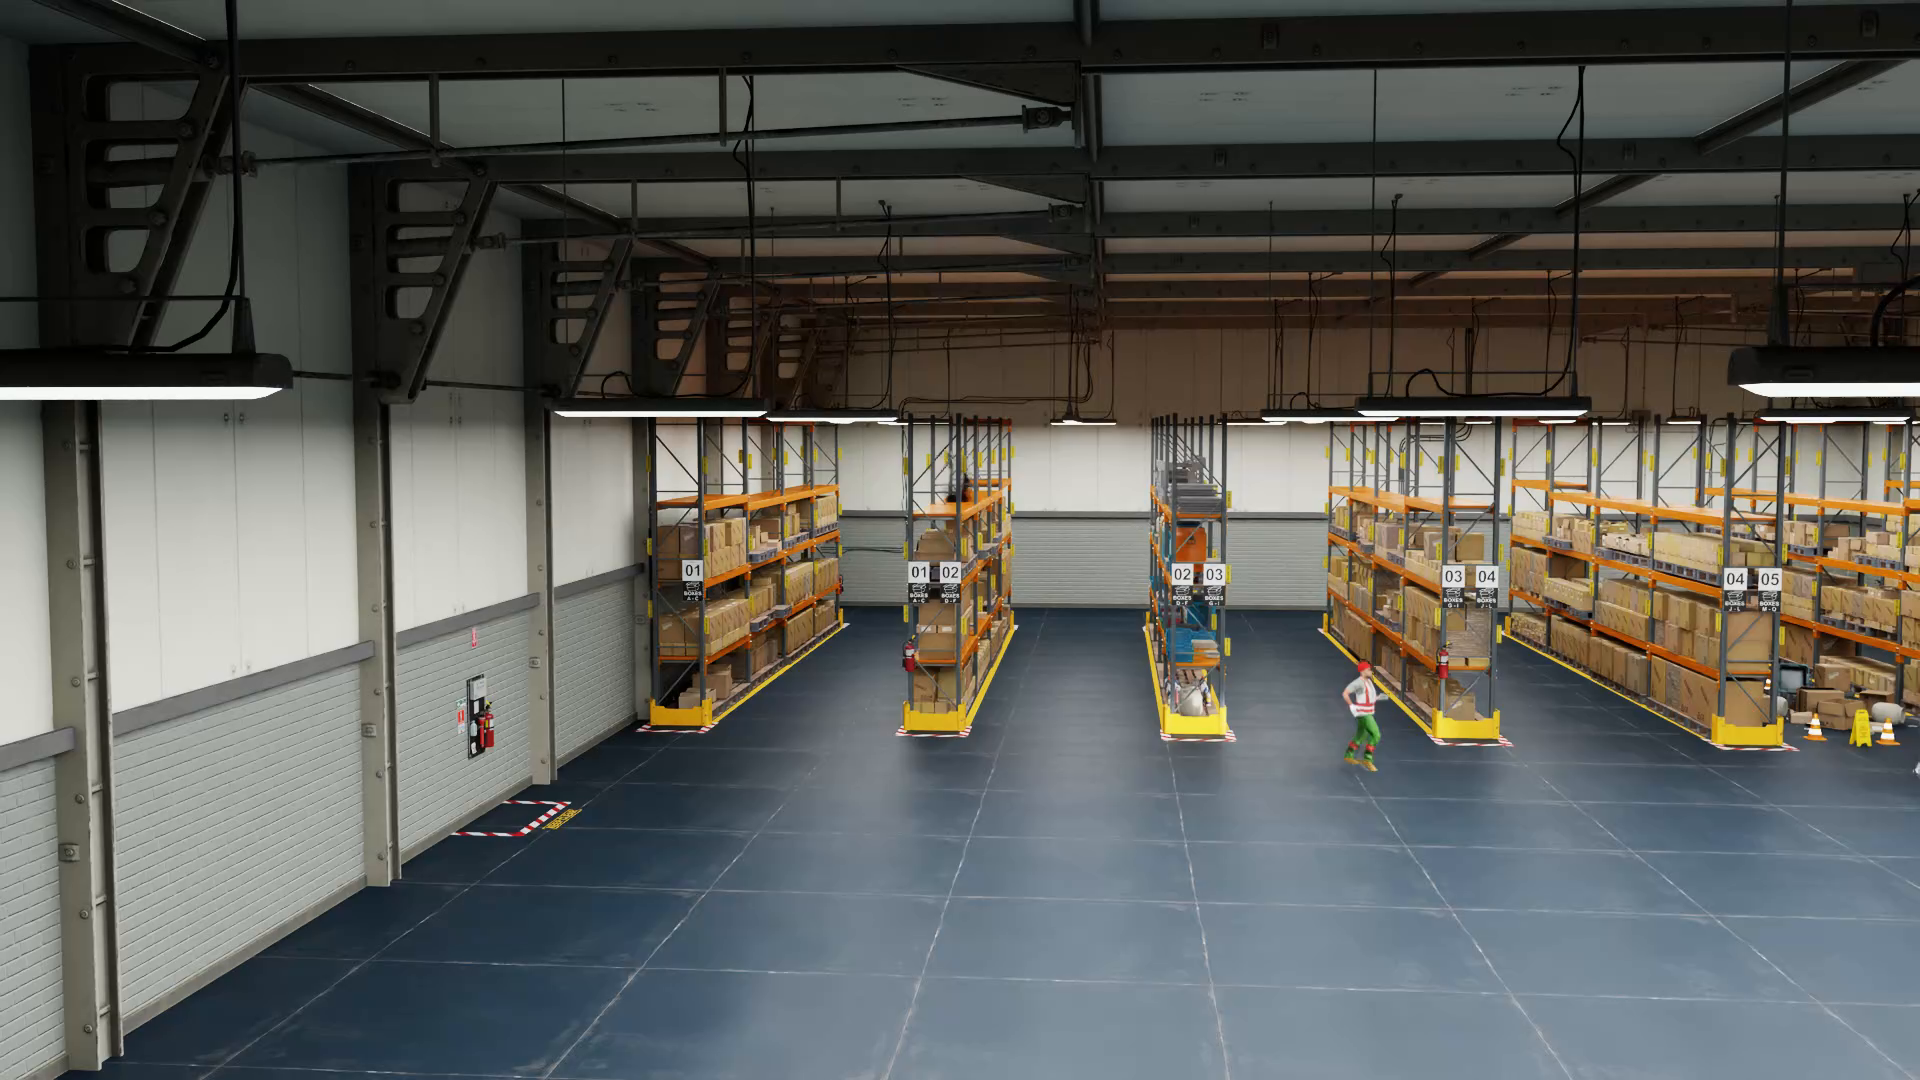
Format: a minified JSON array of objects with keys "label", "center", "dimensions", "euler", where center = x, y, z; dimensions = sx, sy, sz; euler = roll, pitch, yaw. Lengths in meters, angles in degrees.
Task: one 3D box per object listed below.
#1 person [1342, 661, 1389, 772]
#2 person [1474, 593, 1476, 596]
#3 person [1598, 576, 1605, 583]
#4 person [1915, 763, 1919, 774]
[{"label":"person","center":[6.783,2.953,27.855],"dimensions":[0.763,1.838,0.642],"euler":[2,4,30]},{"label":"person","center":[13.826,1.928,43.873],"dimensions":[0.579,1.752,0.751],"euler":[0,4,-1]},{"label":"person","center":[17.258,1.858,44.764],"dimensions":[0.547,1.738,0.863],"euler":[-1,4,-9]},{"label":"person","center":[15.658,3.124,26.355],"dimensions":[0.535,1.599,0.893],"euler":[-3,5,-39]}]
